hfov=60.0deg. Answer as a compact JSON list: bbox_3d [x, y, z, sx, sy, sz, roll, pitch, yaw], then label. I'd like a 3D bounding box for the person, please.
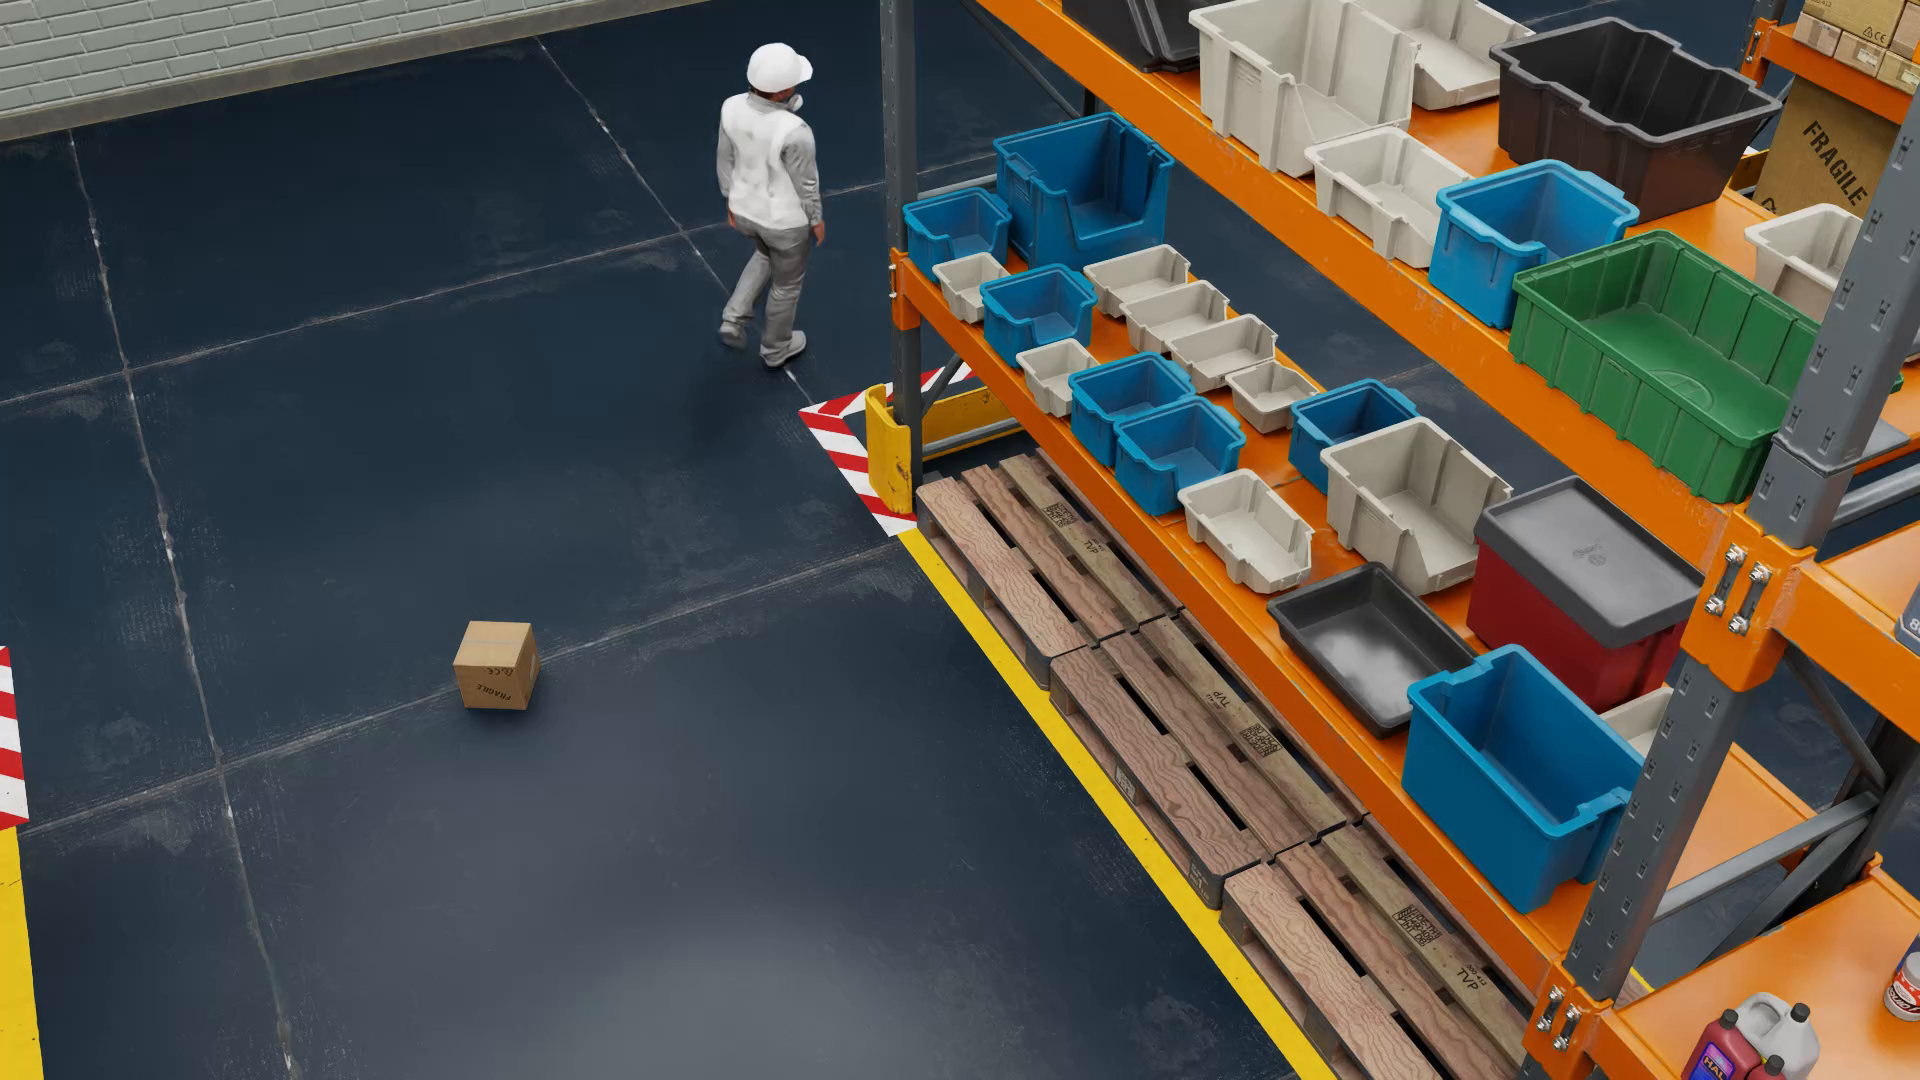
[{"bbox_3d":[-0.884,-1.564,7.922,0.572,1.750,0.492,25,47,26],"label":"person"}]
